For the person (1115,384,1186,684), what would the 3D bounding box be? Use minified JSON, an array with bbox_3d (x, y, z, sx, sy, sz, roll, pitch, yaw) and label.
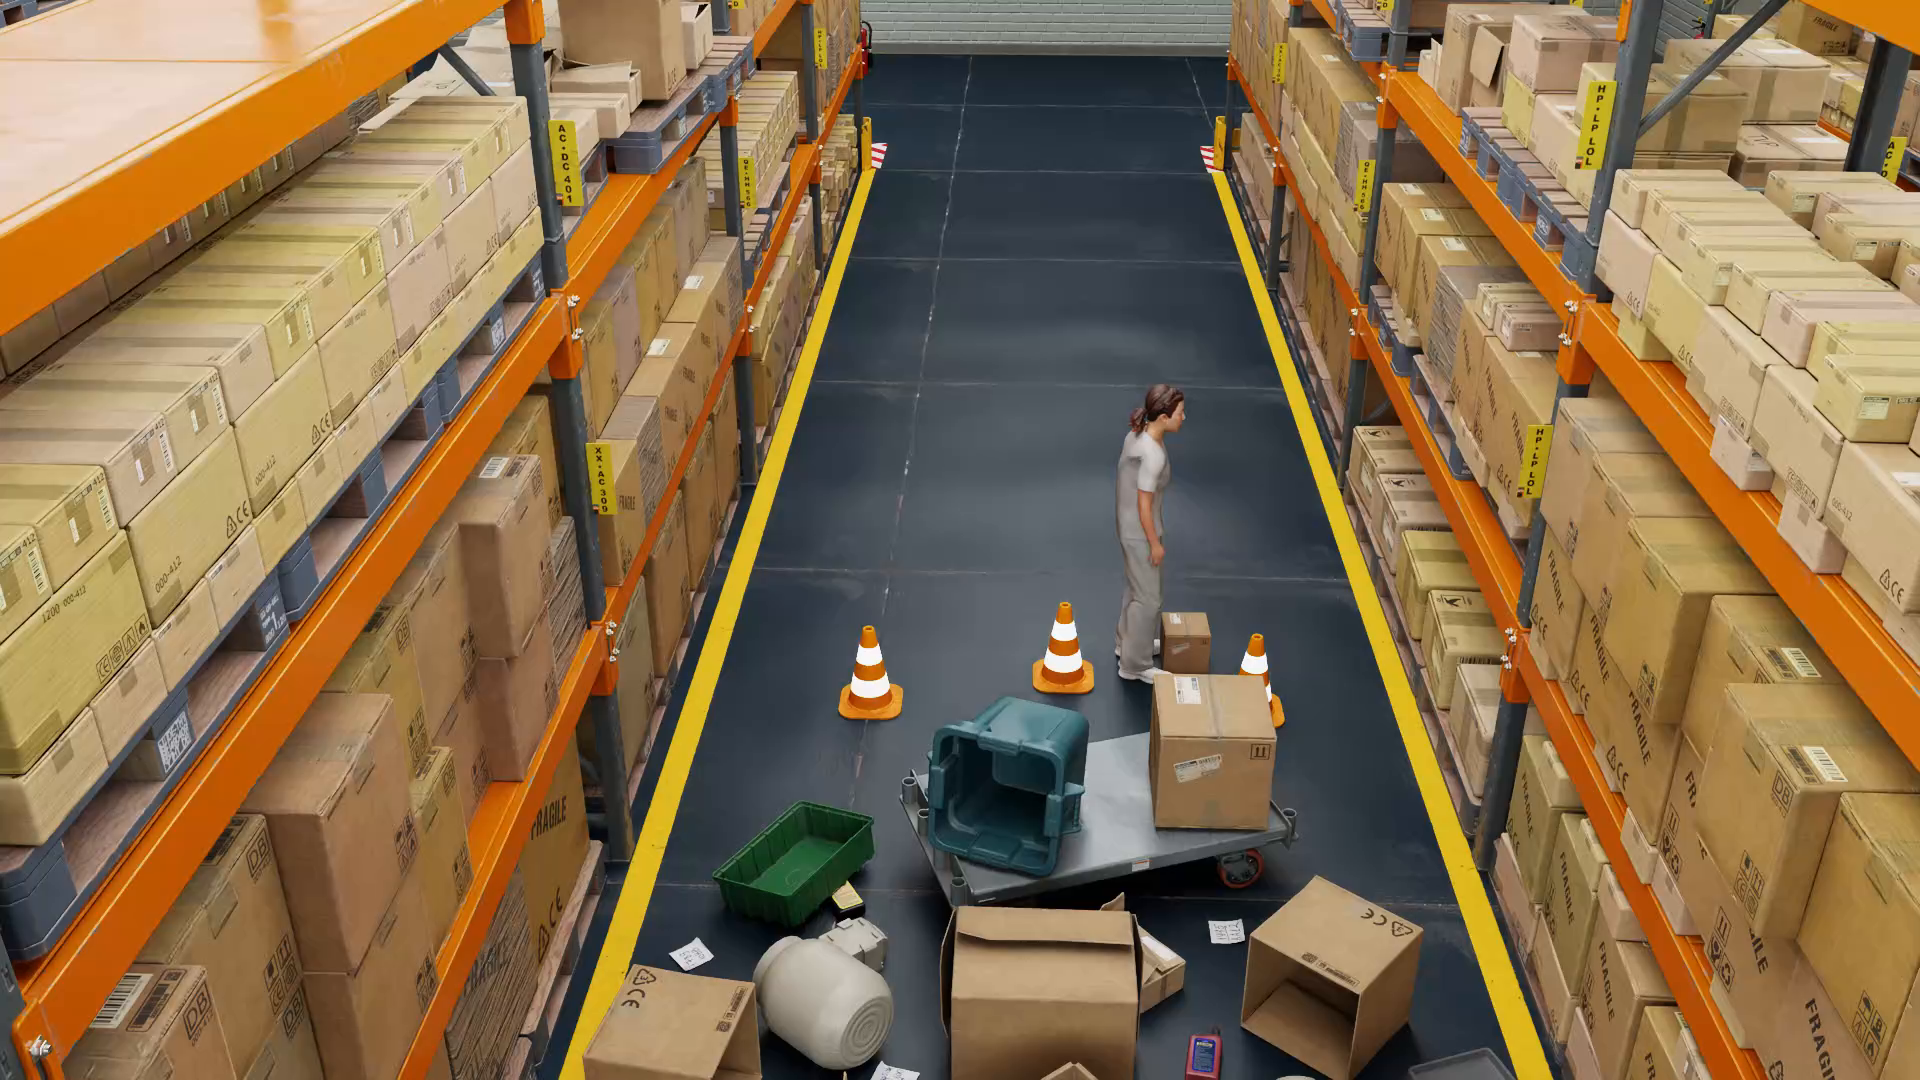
[{"bbox_3d":[1.007,-0.043,8.950,0.356,1.652,0.487,1,28,2],"label":"person"}]
